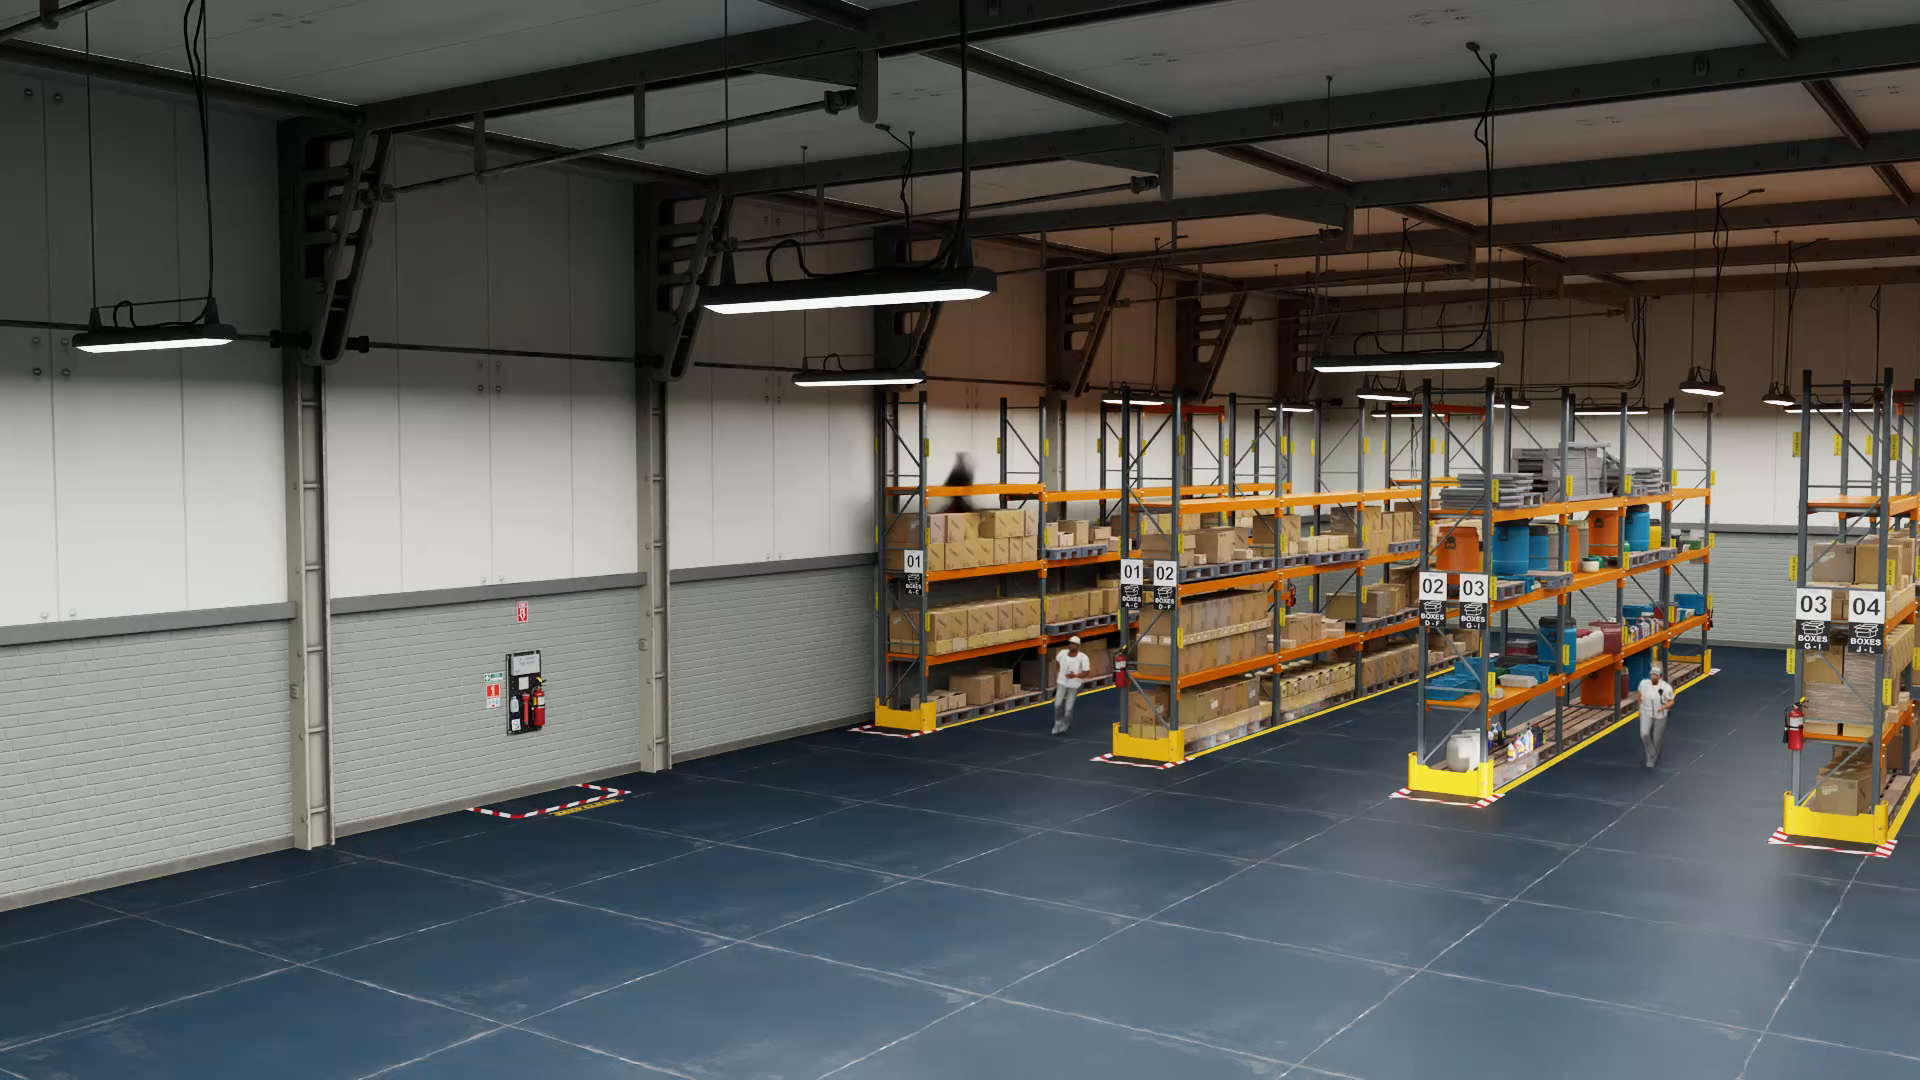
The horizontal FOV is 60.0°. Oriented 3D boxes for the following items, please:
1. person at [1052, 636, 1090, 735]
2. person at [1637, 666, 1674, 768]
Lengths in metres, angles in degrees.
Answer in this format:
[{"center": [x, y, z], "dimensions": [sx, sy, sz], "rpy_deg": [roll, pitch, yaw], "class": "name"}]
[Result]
[{"center": [1.930, 2.536, 28.925], "dimensions": [0.676, 1.761, 0.638], "rpy_deg": [1, 3, 14], "class": "person"}, {"center": [10.939, 2.767, 26.162], "dimensions": [0.548, 1.614, 0.863], "rpy_deg": [1, 3, 24], "class": "person"}]
